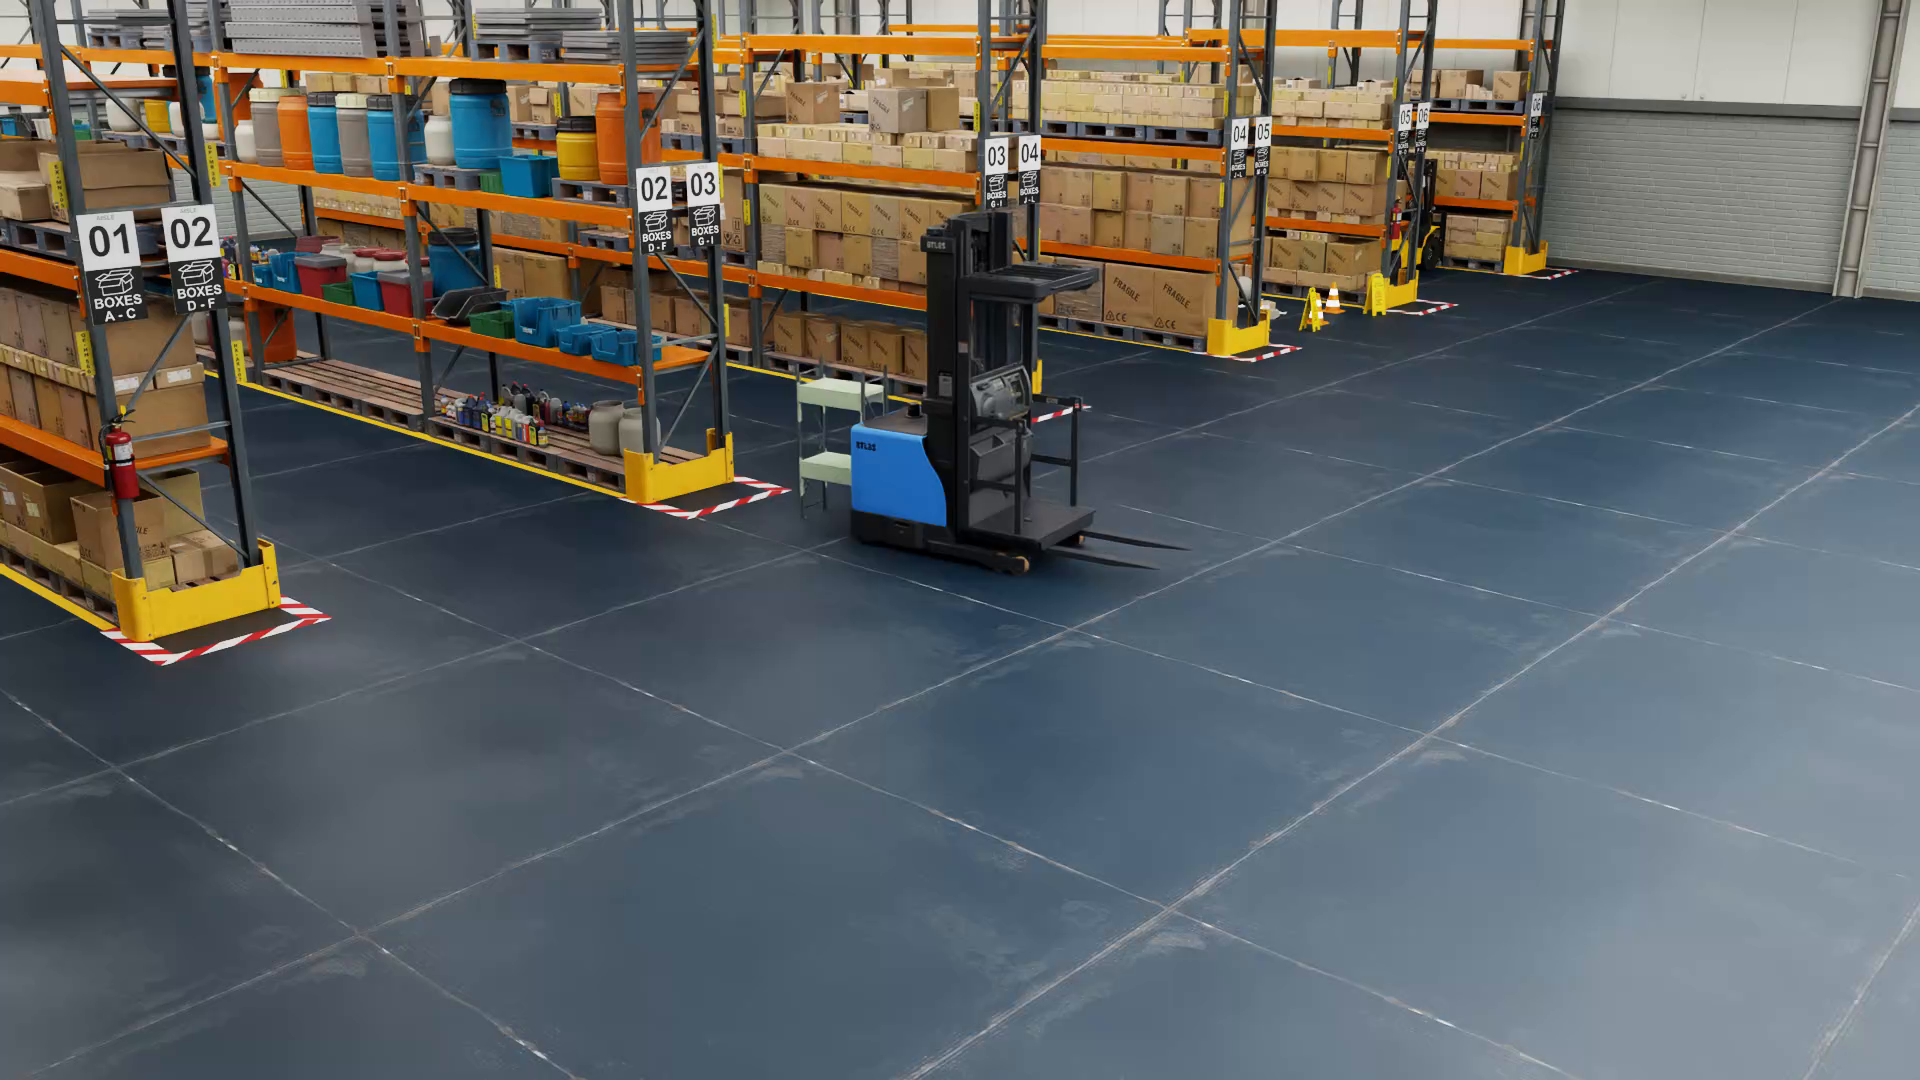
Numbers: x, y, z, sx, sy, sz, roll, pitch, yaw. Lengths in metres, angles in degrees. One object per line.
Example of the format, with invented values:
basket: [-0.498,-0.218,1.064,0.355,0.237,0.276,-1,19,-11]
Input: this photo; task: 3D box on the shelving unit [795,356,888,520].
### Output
shelving unit: [-1.086,-0.897,15.458,0.755,1.500,0.431,11,21,30]

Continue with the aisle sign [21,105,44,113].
aisle sign: [-14.541,-6.467,26.234,0.004,0.787,0.394,15,23,39]

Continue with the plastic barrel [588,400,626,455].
plastic barrel: [-3.633,-1.165,17.242,0.421,0.512,0.421,0,18,0]

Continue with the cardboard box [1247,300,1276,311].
cardboard box: [4.830,-3.745,26.666,0.380,0.149,0.250,-6,18,-18]

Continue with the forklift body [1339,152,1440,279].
forklift body: [7.814,-5.985,30.414,1.214,2.155,2.313,15,23,39]

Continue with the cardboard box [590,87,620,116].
cardboard box: [-4.853,-6.122,23.493,0.500,0.500,0.500,15,23,40]

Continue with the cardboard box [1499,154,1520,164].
cardboard box: [10.035,-6.944,30.305,0.250,0.149,0.380,15,23,39]

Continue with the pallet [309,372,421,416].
pallet: [-7.236,-1.803,20.443,1.213,0.211,1.003,15,23,39]

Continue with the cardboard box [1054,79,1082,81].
cardboard box: [1.623,-6.846,25.004,0.250,0.149,0.380,15,23,39]

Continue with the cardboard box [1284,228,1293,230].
cardboard box: [7.053,-6.395,33.535,0.625,0.625,0.875,16,24,42]

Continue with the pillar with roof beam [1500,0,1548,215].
pillar with roof beam: [7.663,-8.651,27.493,0.400,9.000,9.100,15,23,39]

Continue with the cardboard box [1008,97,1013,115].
cardboard box: [0.663,-6.752,25.831,0.396,0.266,0.258,15,23,38]

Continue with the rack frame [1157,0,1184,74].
rack frame: [4.459,-10.887,34.540,0.127,3.000,1.000,15,23,39]

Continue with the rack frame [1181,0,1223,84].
rack frame: [4.159,-8.960,28.469,0.127,3.000,1.000,15,23,39]

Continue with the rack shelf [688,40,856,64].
rack shelf: [-3.539,-8.491,28.841,4.000,0.370,1.077,15,23,39]

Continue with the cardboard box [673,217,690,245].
cardboard box: [-3.777,-4.435,23.263,0.797,0.503,0.637,-15,23,-40]

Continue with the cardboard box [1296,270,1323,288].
cardboard box: [5.985,-4.394,27.851,0.500,0.250,0.500,15,23,39]

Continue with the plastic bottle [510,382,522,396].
plastic bottle: [-5.033,-1.621,18.913,0.185,0.351,0.144,14,23,38]

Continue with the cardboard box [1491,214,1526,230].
cardboard box: [10.209,-5.927,31.027,0.500,0.250,0.500,15,23,38]

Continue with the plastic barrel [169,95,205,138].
plastic barrel: [-10.124,-5.558,21.788,0.433,0.535,0.433,0,18,0]

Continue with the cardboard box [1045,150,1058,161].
cardboard box: [1.745,-7.048,31.009,0.500,0.500,0.500,17,24,42]

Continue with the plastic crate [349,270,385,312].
plastic crate: [-6.738,-2.882,19.259,0.575,0.384,0.392,15,23,39]

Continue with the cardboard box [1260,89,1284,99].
cardboard box: [5.188,-7.405,27.623,0.250,0.149,0.380,15,23,38]

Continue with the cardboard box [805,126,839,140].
cardboard box: [-1.735,-5.135,20.963,0.250,0.149,0.380,16,24,41]

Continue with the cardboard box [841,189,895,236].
cardboard box: [-1.121,-4.078,20.694,0.500,0.500,0.500,15,23,39]

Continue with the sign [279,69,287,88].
sign: [-11.767,-8.028,28.914,0.005,0.325,0.100,15,23,39]

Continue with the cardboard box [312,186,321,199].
cardboard box: [-11.214,-6.181,29.385,0.500,0.250,0.500,14,23,38]

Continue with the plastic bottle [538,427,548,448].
plastic bottle: [-4.379,-1.080,17.456,0.097,0.201,0.097,0,18,0]

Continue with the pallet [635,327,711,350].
pallet: [-3.919,-2.930,23.997,1.213,0.211,1.003,15,23,39]

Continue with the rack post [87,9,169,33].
rack post: [-11.081,-6.992,22.390,0.954,0.300,0.937,14,23,38]

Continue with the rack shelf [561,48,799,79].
rack shelf: [-3.915,-6.586,22.839,4.000,0.370,1.077,15,23,39]

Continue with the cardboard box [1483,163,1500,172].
cardboard box: [9.787,-6.829,30.433,0.250,0.149,0.380,16,23,40]

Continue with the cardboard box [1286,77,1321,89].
cardboard box: [6.748,-8.950,32.683,0.500,0.311,0.500,14,22,38]

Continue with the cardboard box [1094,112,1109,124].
cardboard box: [2.133,-6.063,23.854,0.250,0.149,0.380,15,23,40]

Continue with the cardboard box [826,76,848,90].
cardboard box: [-2.515,-9.376,34.102,0.258,0.266,0.396,16,24,41]

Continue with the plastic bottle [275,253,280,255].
plastic bottle: [-8.908,-3.608,21.726,0.135,0.276,0.152,15,23,39]

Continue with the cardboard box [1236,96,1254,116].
cardboard box: [3.750,-6.060,23.186,0.500,0.250,0.500,15,23,39]

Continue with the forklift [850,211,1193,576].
forklift: [0.531,-1.276,14.286,3.031,2.935,1.130,11,21,30]

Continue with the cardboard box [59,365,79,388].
cardboard box: [-6.806,-1.309,13.040,0.250,0.149,0.380,15,23,38]

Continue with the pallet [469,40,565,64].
pallet: [-4.155,-4.913,16.689,1.213,0.211,1.003,15,23,39]

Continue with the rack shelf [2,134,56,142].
rack shelf: [-13.186,-5.833,24.762,4.000,0.370,1.077,15,23,39]

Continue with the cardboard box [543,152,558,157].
cardboard box: [-7.874,-7.407,32.834,0.500,0.500,0.500,16,24,42]

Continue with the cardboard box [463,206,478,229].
cardboard box: [-7.474,-5.162,26.254,0.500,0.500,0.500,14,23,38]

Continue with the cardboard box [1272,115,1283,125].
cardboard box: [5.384,-6.982,27.611,0.250,0.149,0.380,15,23,40]

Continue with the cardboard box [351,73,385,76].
cardboard box: [-9.890,-7.943,27.957,0.500,0.250,0.500,14,22,38]

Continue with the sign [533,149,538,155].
sign: [-8.386,-7.660,32.858,0.005,0.325,0.100,15,23,39]

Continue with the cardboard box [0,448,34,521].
cardboard box: [-8.110,-0.500,14.341,0.500,0.500,0.500,15,23,39]

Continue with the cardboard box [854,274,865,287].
cardboard box: [-1.110,-3.290,20.934,0.250,0.149,0.380,15,23,39]

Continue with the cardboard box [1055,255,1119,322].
cardboard box: [2.050,-3.826,25.026,0.875,0.875,0.875,15,23,40]
